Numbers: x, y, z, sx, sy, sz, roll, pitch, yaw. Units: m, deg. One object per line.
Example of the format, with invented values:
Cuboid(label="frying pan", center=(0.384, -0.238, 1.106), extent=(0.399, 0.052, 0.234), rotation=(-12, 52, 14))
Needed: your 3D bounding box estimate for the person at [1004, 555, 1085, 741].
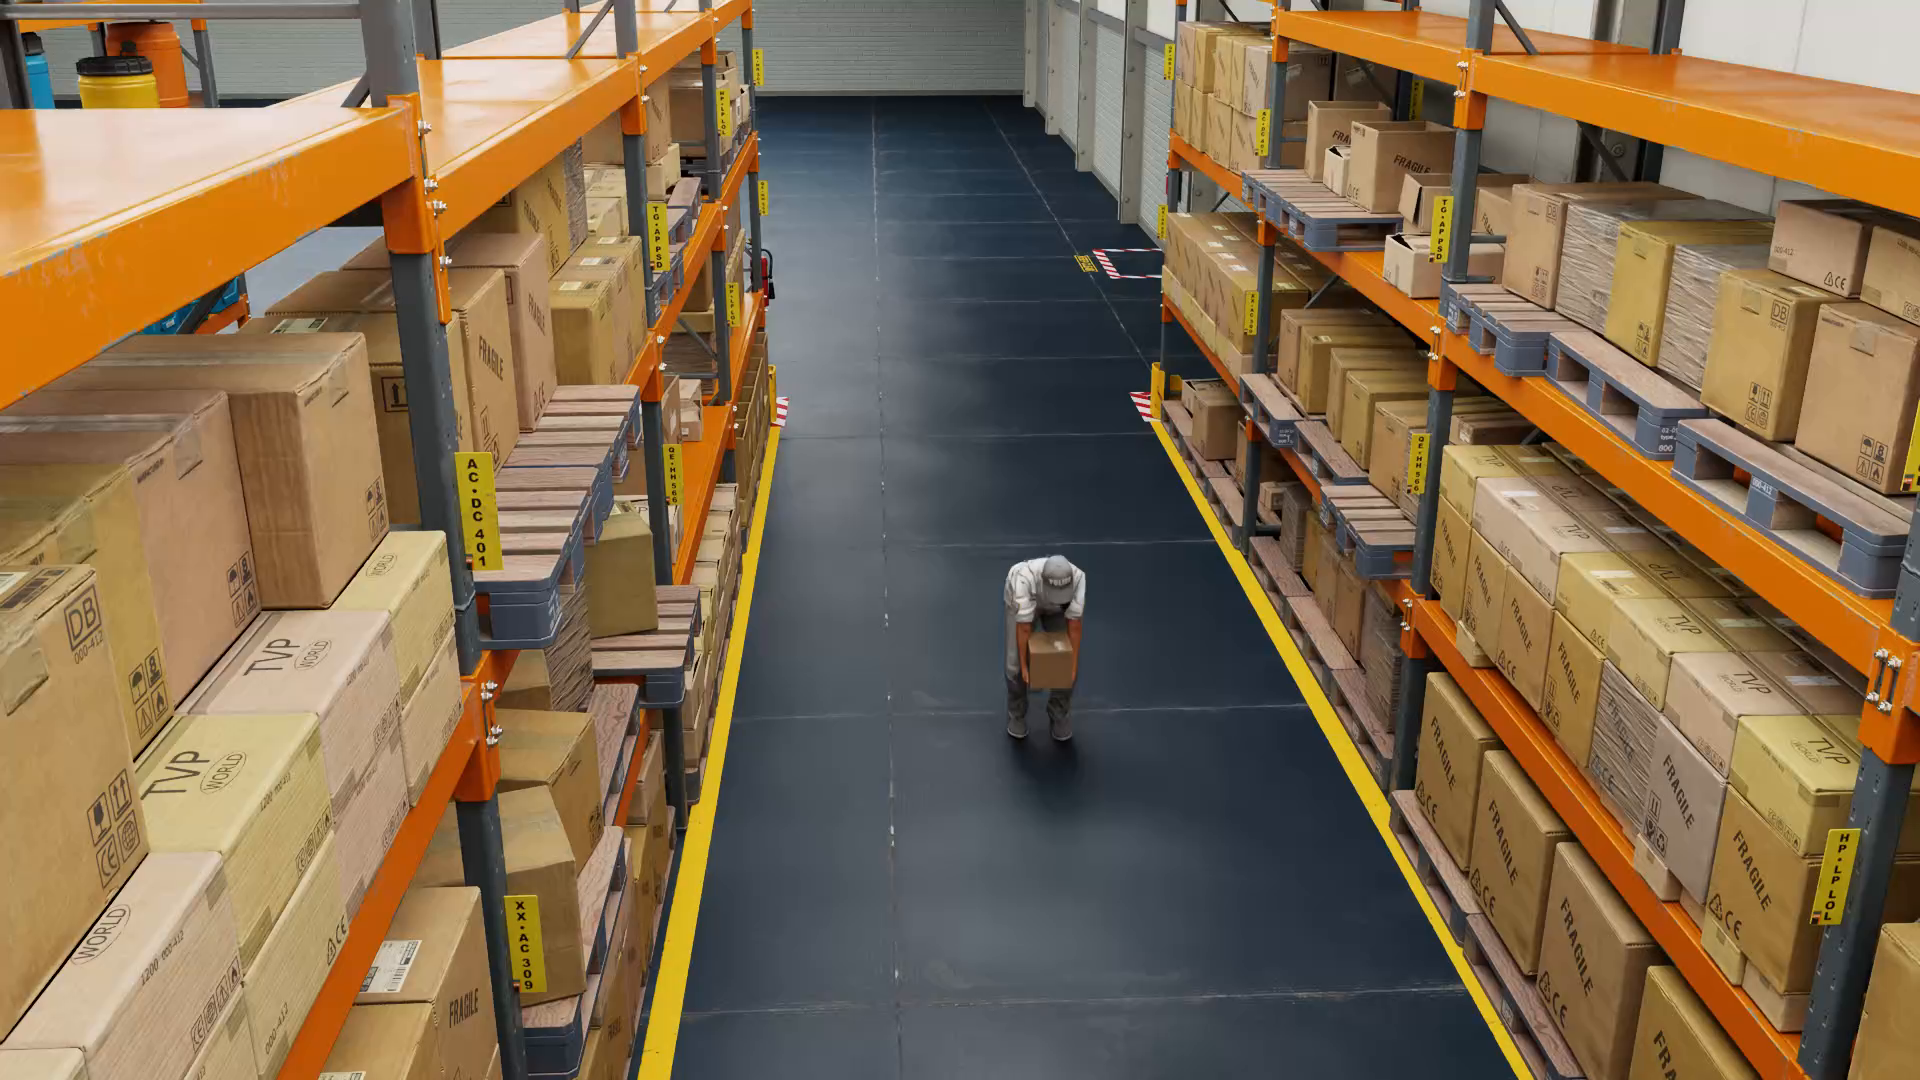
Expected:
Cuboid(label="person", center=(0.507, 0.608, 9.944), extent=(0.465, 1.325, 0.872), rotation=(-2, 21, -5))
